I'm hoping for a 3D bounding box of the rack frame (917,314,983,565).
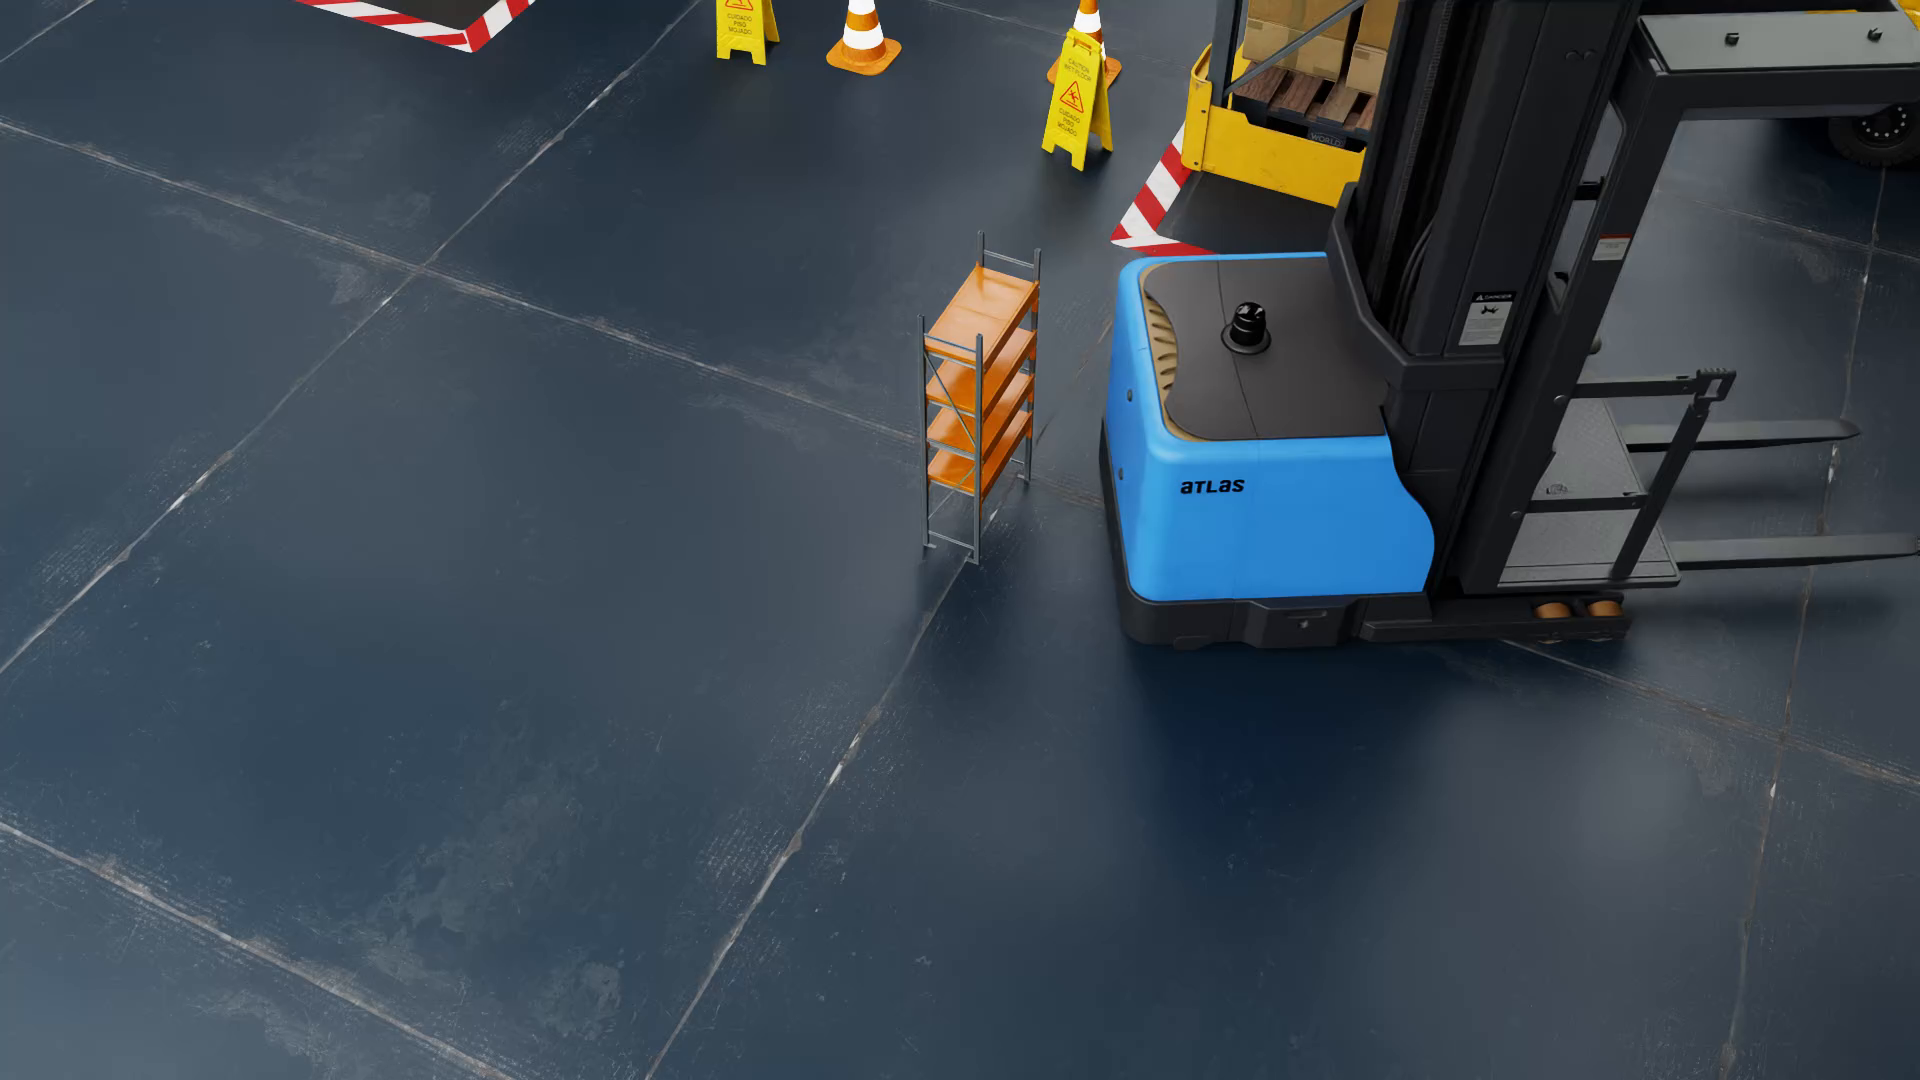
[{"bbox_3d":[-0.034,-0.335,6.062,0.240,1.200,0.015,20,52,16],"label":"rack frame"}]

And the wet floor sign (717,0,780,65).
[{"bbox_3d":[-1.113,-2.795,8.520,0.267,0.644,0.232,12,51,10],"label":"wet floor sign"}]

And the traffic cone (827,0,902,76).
[{"bbox_3d":[-0.503,-2.702,8.560,0.336,0.463,0.334,20,52,16],"label":"traffic cone"}]

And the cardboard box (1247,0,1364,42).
[{"bbox_3d":[1.735,-2.806,8.020,0.500,0.500,0.500,20,53,16],"label":"cardboard box"}]

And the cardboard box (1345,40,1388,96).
[{"bbox_3d":[2.223,-2.392,8.160,0.500,0.250,0.500,19,52,16],"label":"cardboard box"}]

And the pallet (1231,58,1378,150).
[{"bbox_3d":[2.040,-2.378,8.450,1.003,0.211,1.213,20,52,16],"label":"pallet"}]

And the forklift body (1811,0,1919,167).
[{"bbox_3d":[5.278,-2.693,7.444,2.313,2.155,1.214,20,52,16],"label":"forklift body"}]

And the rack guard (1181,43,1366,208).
[{"bbox_3d":[1.661,-1.923,7.873,1.175,0.500,0.348,20,52,16],"label":"rack guard"}]

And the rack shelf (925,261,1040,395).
[{"bbox_3d":[0.071,-0.757,5.906,0.258,0.148,0.480,20,52,16],"label":"rack shelf"}]

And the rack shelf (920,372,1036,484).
[{"bbox_3d":[0.071,-0.459,6.256,0.258,0.148,0.480,20,52,16],"label":"rack shelf"}]

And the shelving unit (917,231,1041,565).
[{"bbox_3d":[0.071,-0.503,6.205,0.258,1.200,0.503,20,52,16],"label":"shelving unit"}]

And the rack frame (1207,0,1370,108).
[{"bbox_3d":[1.628,-2.681,6.877,1.000,3.000,0.127,20,52,16],"label":"rack frame"}]

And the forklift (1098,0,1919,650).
[{"bbox_3d":[2.096,-0.967,5.463,3.031,2.935,1.130,-2,50,-2],"label":"forklift"}]

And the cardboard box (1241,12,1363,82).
[{"bbox_3d":[1.741,-2.587,8.326,0.500,0.250,0.500,20,52,16],"label":"cardboard box"}]

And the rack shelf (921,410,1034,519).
[{"bbox_3d":[0.071,-0.331,6.408,0.258,0.148,0.480,20,52,16],"label":"rack shelf"}]

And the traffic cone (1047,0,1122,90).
[{"bbox_3d":[0.646,-2.575,8.452,0.336,0.463,0.334,20,52,16],"label":"traffic cone"}]

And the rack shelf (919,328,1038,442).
[{"bbox_3d":[0.071,-0.604,6.086,0.258,0.148,0.480,20,52,16],"label":"rack shelf"}]

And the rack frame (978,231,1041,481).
[{"bbox_3d":[0.175,-0.671,6.348,0.240,1.200,0.015,20,52,16],"label":"rack frame"}]

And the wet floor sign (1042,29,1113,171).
[{"bbox_3d":[0.580,-2.135,7.958,0.232,0.644,0.267,-37,59,-27],"label":"wet floor sign"}]

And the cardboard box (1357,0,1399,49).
[{"bbox_3d":[2.233,-2.651,7.889,0.500,0.500,0.500,18,52,15],"label":"cardboard box"}]
